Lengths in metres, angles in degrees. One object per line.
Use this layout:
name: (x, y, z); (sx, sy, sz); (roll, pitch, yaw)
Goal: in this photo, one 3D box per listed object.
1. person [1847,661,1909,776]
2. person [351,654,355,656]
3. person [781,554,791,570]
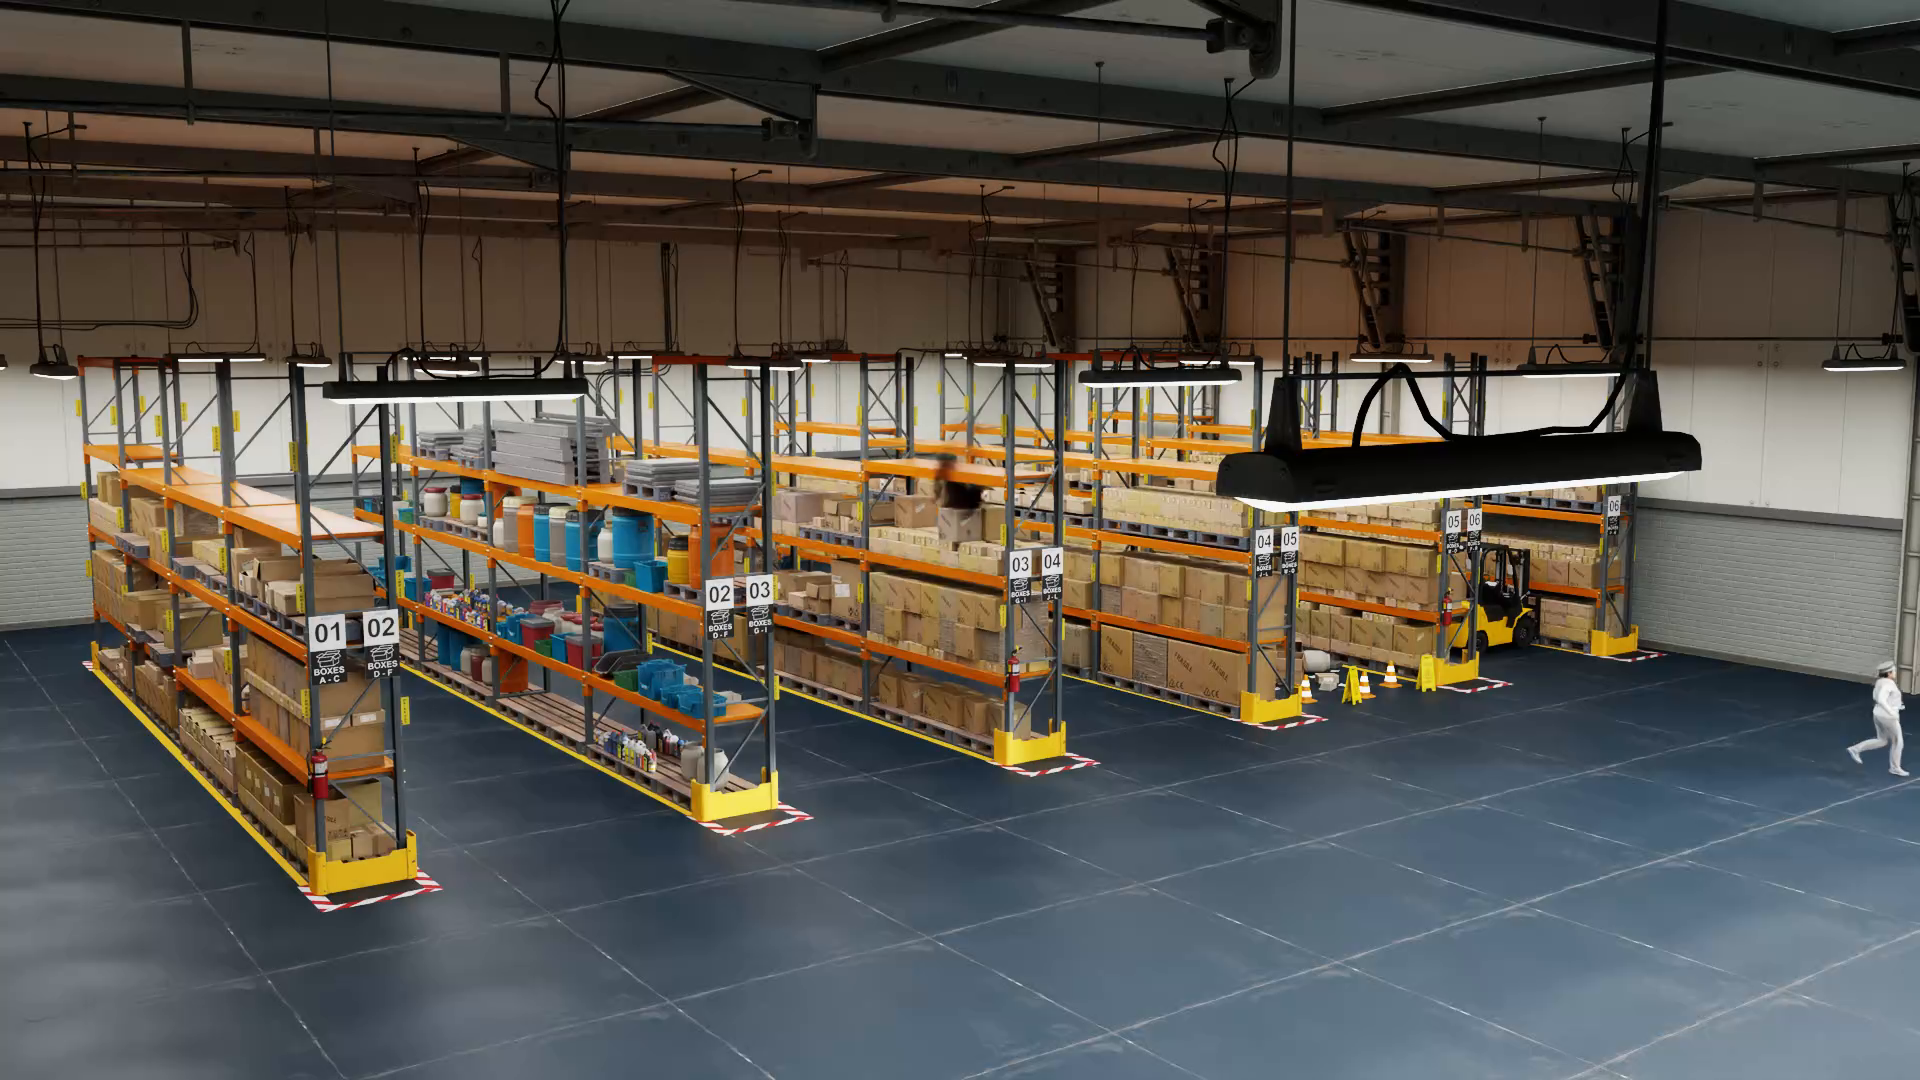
person: (13.398, 2.589, 24.149); (0.843, 1.696, 0.618); (1, 7, 8)
person: (-10.640, 1.948, 28.722); (0.872, 1.829, 0.652); (6, 9, 40)
person: (-4.356, 0.443, 41.885); (0.787, 1.623, 0.526); (-6, 9, -40)
